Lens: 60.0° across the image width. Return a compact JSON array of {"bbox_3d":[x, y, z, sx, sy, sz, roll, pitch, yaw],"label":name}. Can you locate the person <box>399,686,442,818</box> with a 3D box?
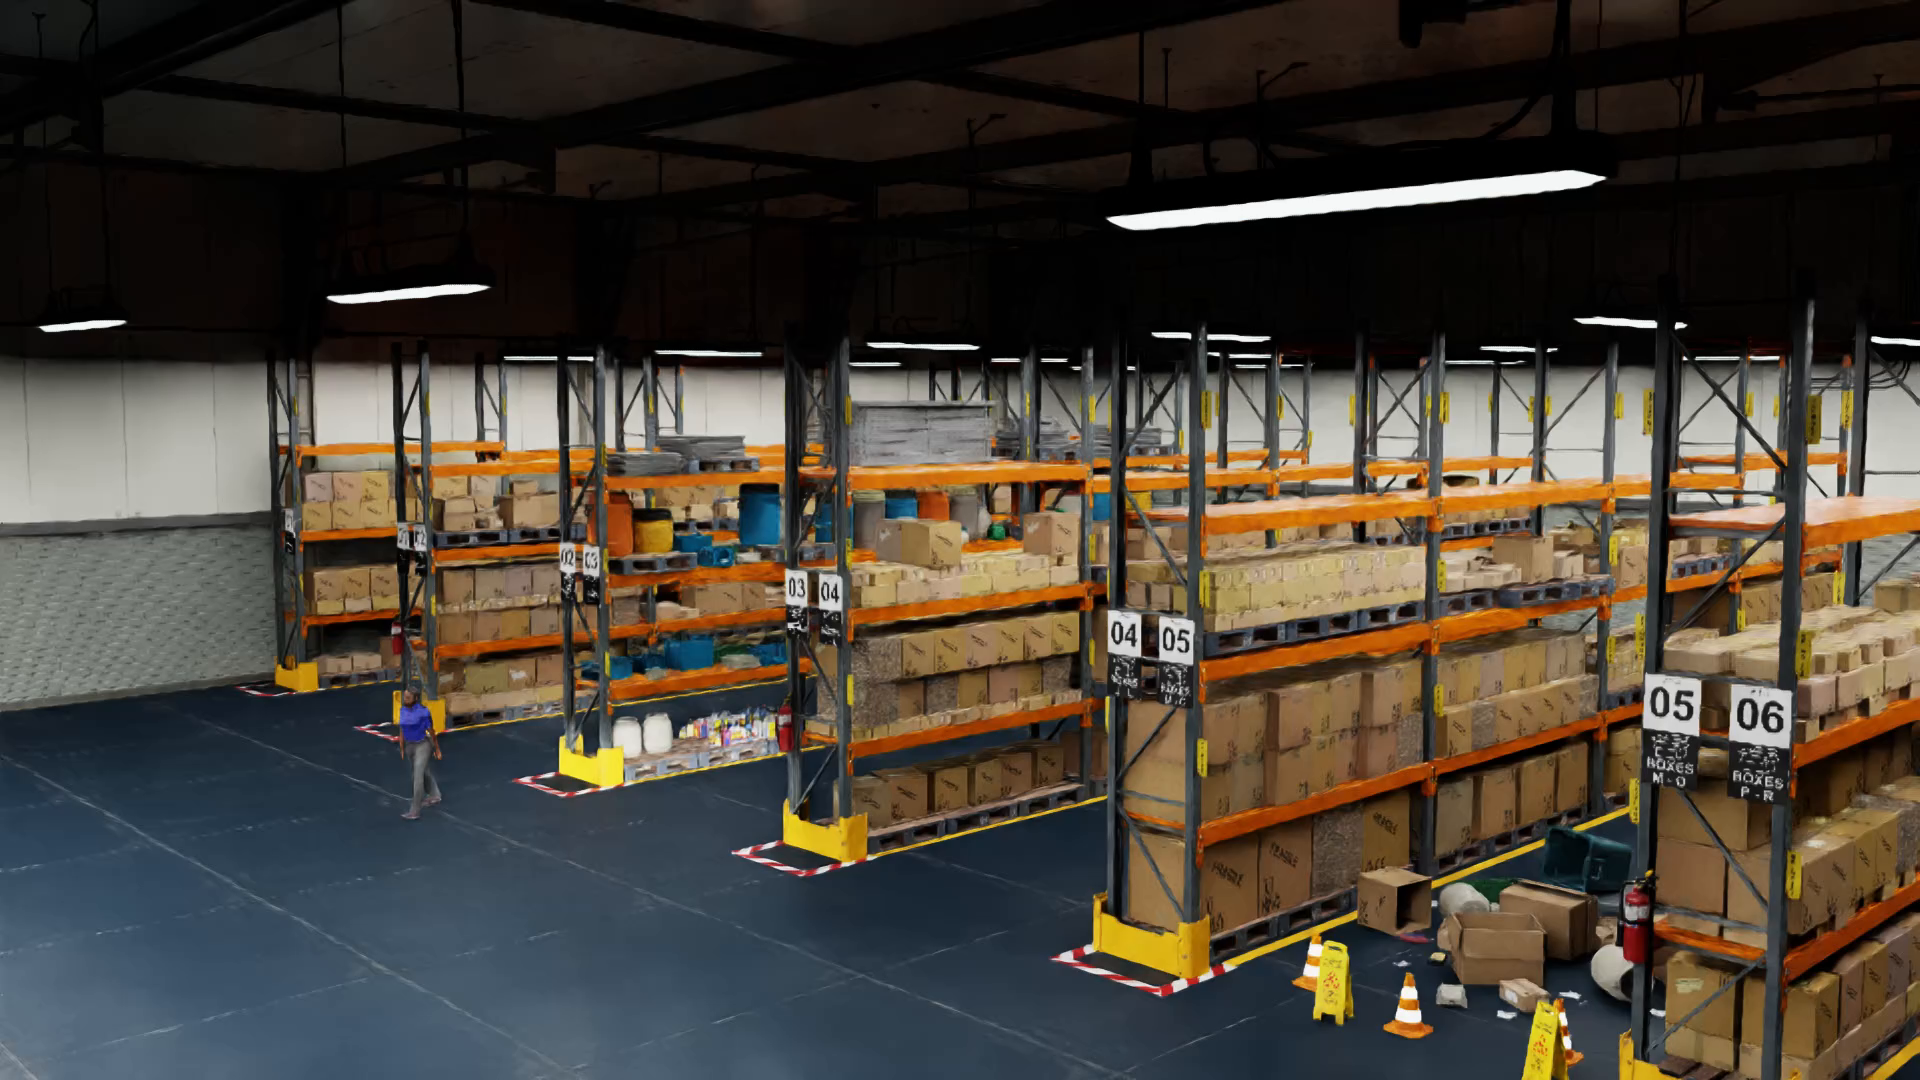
[{"bbox_3d":[-6.728,2.575,20.599,0.494,1.584,0.925,2,5,23],"label":"person"}]
